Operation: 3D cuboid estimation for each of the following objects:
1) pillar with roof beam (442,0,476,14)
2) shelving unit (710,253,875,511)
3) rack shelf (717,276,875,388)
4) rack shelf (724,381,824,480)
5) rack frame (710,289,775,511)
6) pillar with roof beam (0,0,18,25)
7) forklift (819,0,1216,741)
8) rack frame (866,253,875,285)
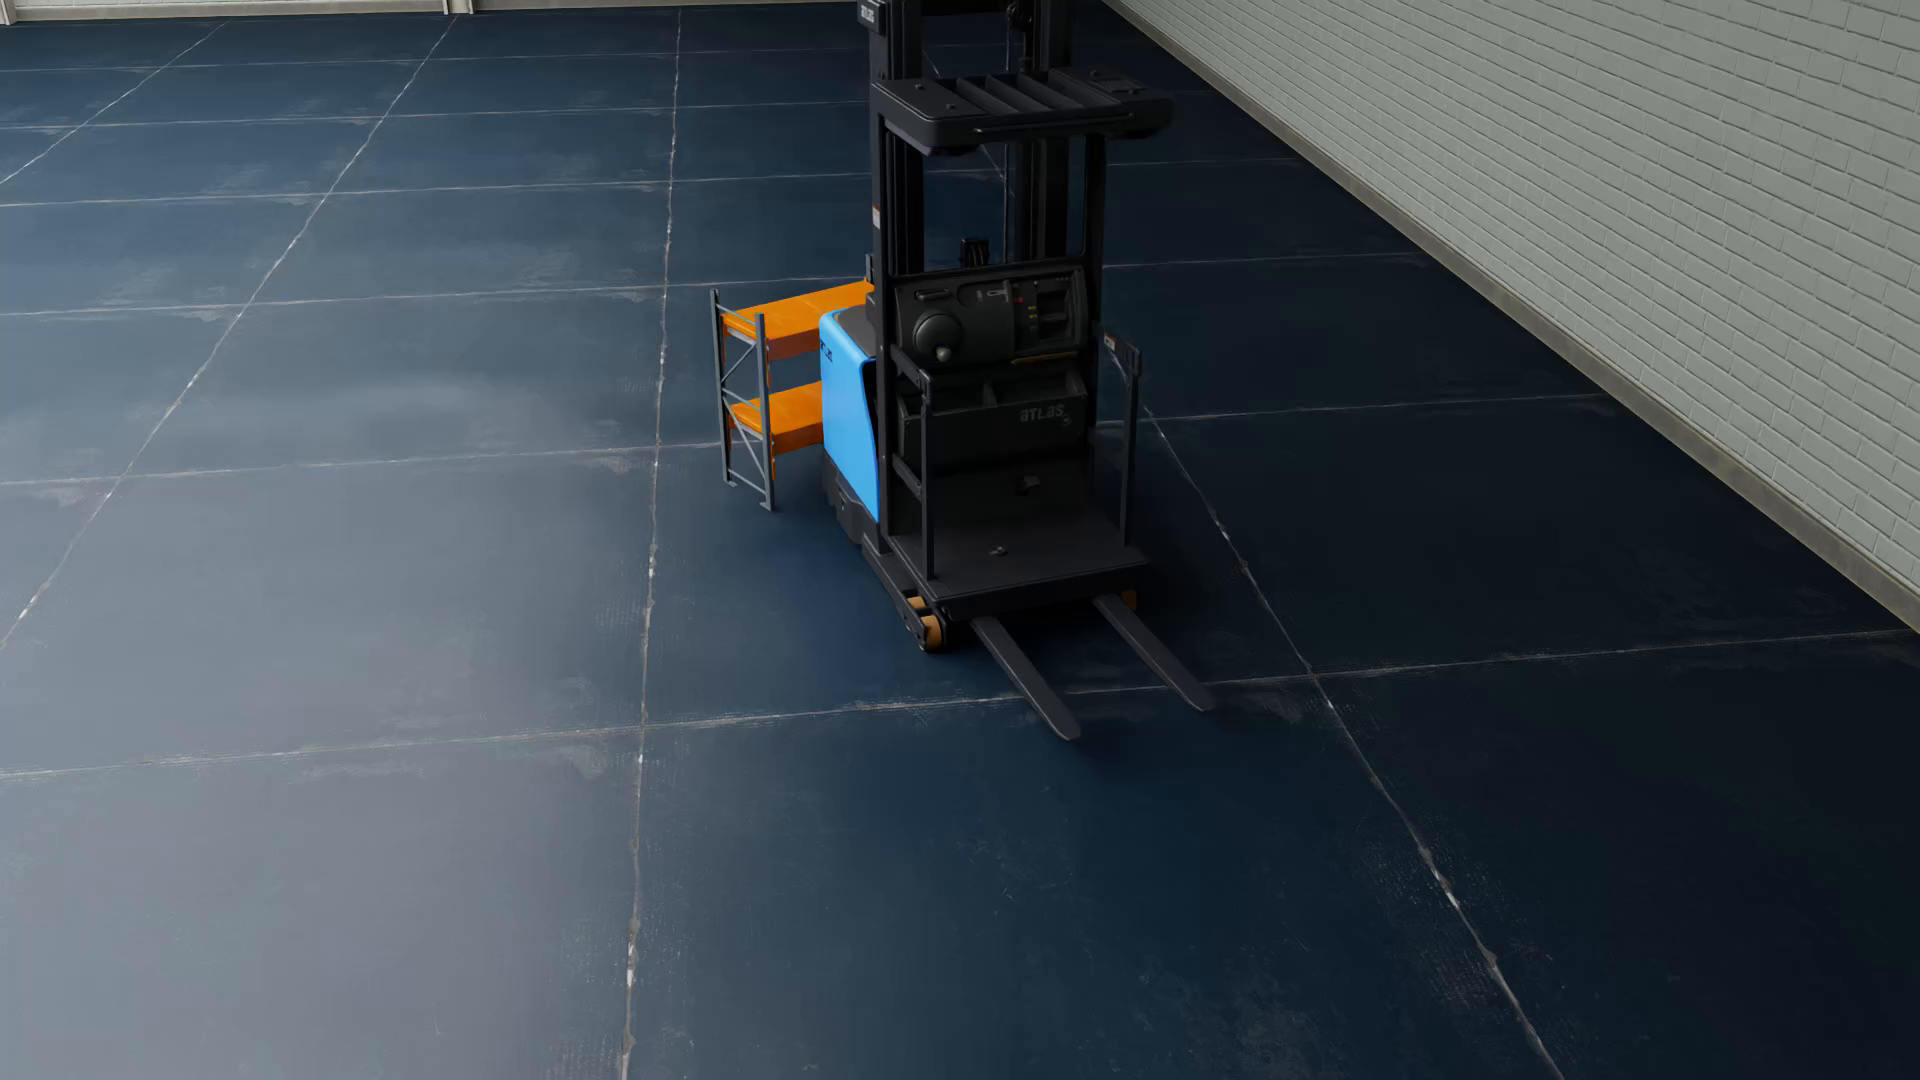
[{"bbox_3d":[-6.296,-9.343,17.101,0.400,9.000,9.100,-4,27,-7],"label":"pillar with roof beam"},{"bbox_3d":[-0.772,-0.895,9.261,1.048,1.125,0.538,-20,33,-33],"label":"shelving unit"},{"bbox_3d":[-0.772,-1.155,9.128,1.000,0.278,0.538,-20,33,-33],"label":"rack shelf"},{"bbox_3d":[-0.772,-0.677,9.373,1.000,0.278,0.538,-20,33,-33],"label":"rack shelf"},{"bbox_3d":[-1.173,-0.752,8.983,0.032,1.125,0.500,-20,33,-33],"label":"rack frame"},{"bbox_3d":[-12.237,-8.961,16.357,0.400,9.000,9.100,-4,27,-7],"label":"pillar with roof beam"},{"bbox_3d":[0.227,-1.001,7.491,1.130,2.935,3.031,-10,29,-18],"label":"forklift"},{"bbox_3d":[-0.370,-1.037,9.539,0.032,1.125,0.500,-20,33,-33],"label":"rack frame"}]
